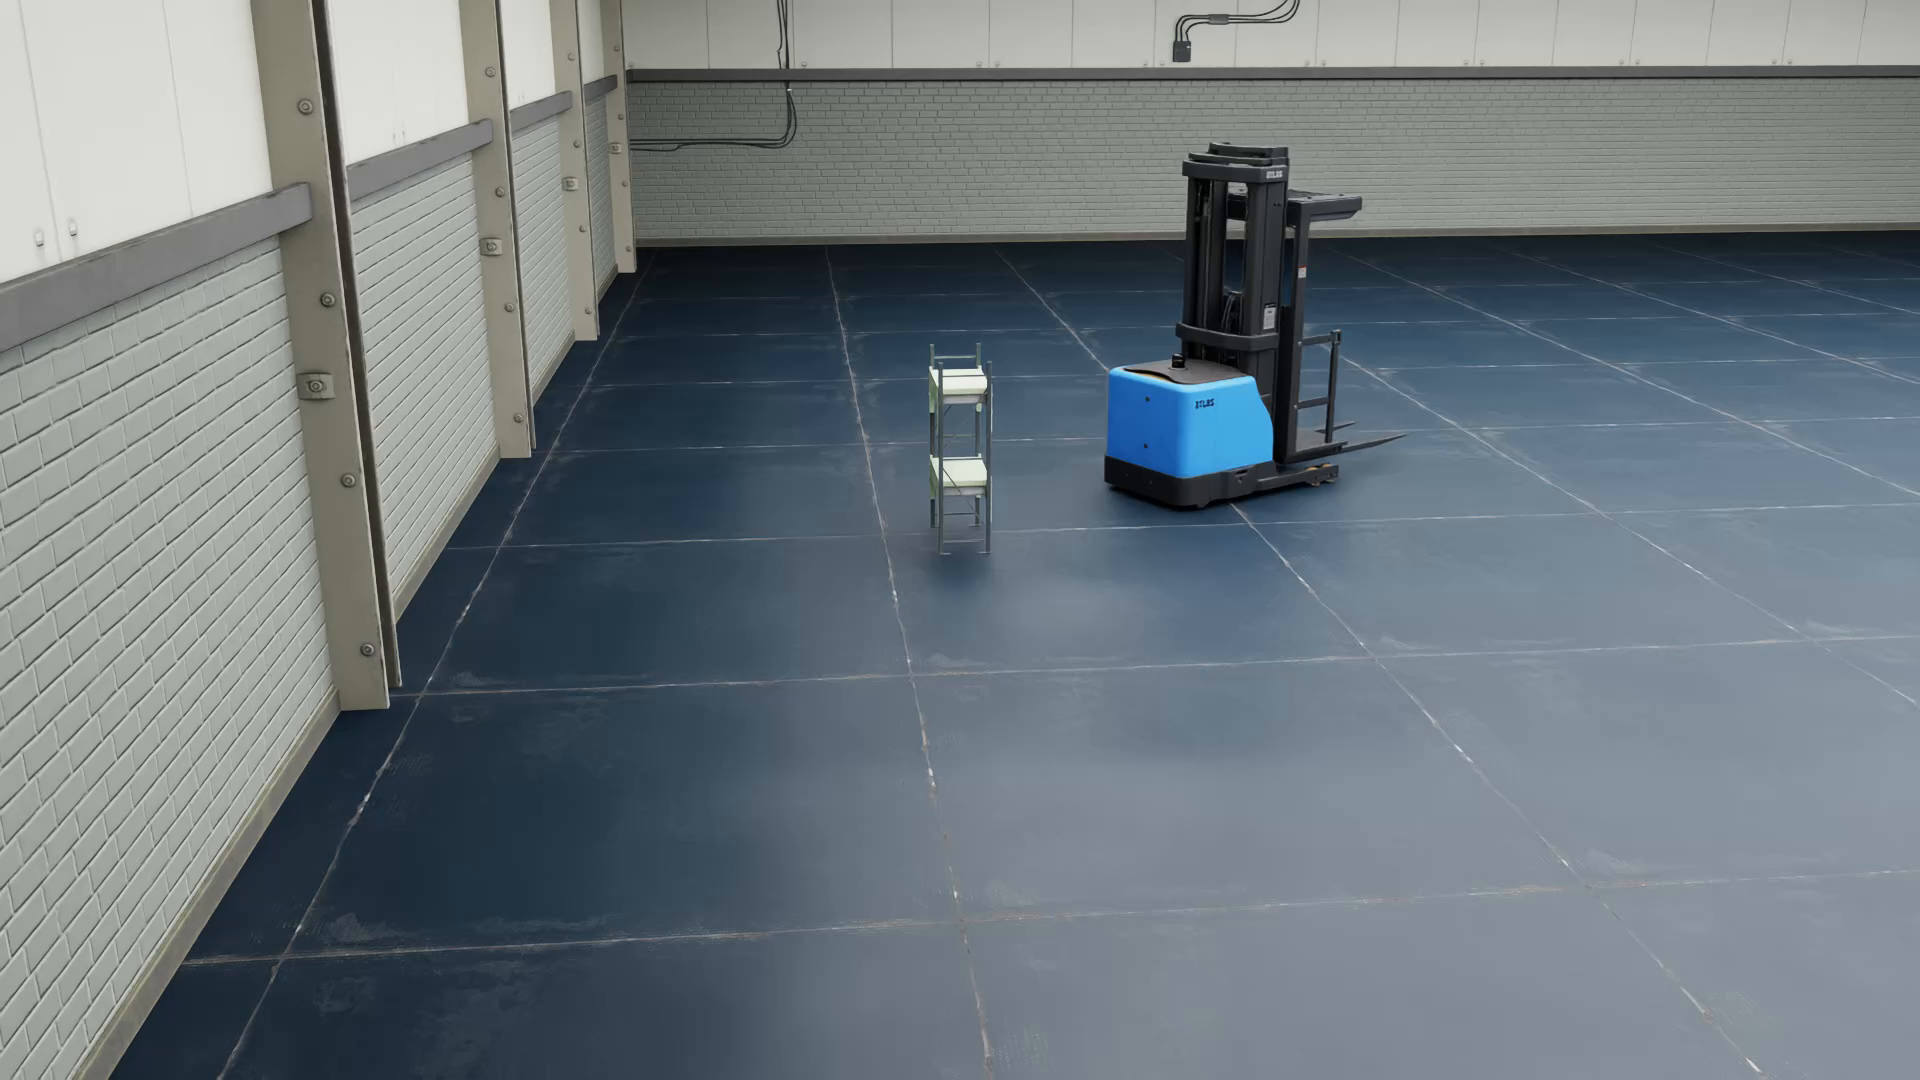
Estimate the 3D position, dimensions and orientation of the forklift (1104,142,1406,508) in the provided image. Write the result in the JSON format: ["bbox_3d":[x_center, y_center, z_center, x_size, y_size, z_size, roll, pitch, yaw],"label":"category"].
[{"bbox_3d":[2.760,-1.992,14.627,3.031,2.935,1.130,-12,21,-34],"label":"forklift"}]

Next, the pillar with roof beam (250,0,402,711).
[{"bbox_3d":[0.681,-3.470,9.208,9.100,9.000,0.400,-2,18,-6],"label":"pillar with roof beam"}]

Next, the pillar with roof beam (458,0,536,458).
[{"bbox_3d":[0.062,-5.258,14.902,9.100,9.000,0.400,-2,18,-6],"label":"pillar with roof beam"}]

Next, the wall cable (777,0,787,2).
[{"bbox_3d":[-1.755,-10.631,28.767,3.097,2.526,0.112,-2,18,-6],"label":"wall cable"}]

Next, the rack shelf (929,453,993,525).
[{"bbox_3d":[-0.001,-0.407,13.056,0.431,0.370,0.720,-2,18,-6],"label":"rack shelf"}]

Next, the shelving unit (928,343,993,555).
[{"bbox_3d":[-0.001,-0.718,12.959,0.431,1.500,0.755,-2,18,-6],"label":"shelving unit"}]

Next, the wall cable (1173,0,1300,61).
[{"bbox_3d":[4.998,-11.530,29.202,2.305,6.003,0.169,-2,18,-6],"label":"wall cable"}]

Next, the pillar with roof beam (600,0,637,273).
[{"bbox_3d":[-1.175,-8.833,26.290,9.100,9.000,0.400,-2,18,-6],"label":"pillar with roof beam"}]

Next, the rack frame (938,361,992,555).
[{"bbox_3d":[0.037,-0.609,12.611,0.400,1.500,0.023,-2,18,-6],"label":"rack frame"}]

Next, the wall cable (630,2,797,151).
[{"bbox_3d":[-4.446,-8.137,29.257,3.097,2.526,0.112,-2,18,-6],"label":"wall cable"}]

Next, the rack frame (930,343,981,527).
[{"bbox_3d":[-0.038,-0.827,13.306,0.400,1.500,0.023,-2,18,-6],"label":"rack frame"}]

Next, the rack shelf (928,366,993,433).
[{"bbox_3d":[-0.001,-1.090,12.842,0.431,0.370,0.720,-2,18,-6],"label":"rack shelf"}]

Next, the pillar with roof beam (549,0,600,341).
[{"bbox_3d":[-0.557,-7.046,20.596,9.100,9.000,0.400,-2,18,-6],"label":"pillar with roof beam"}]
